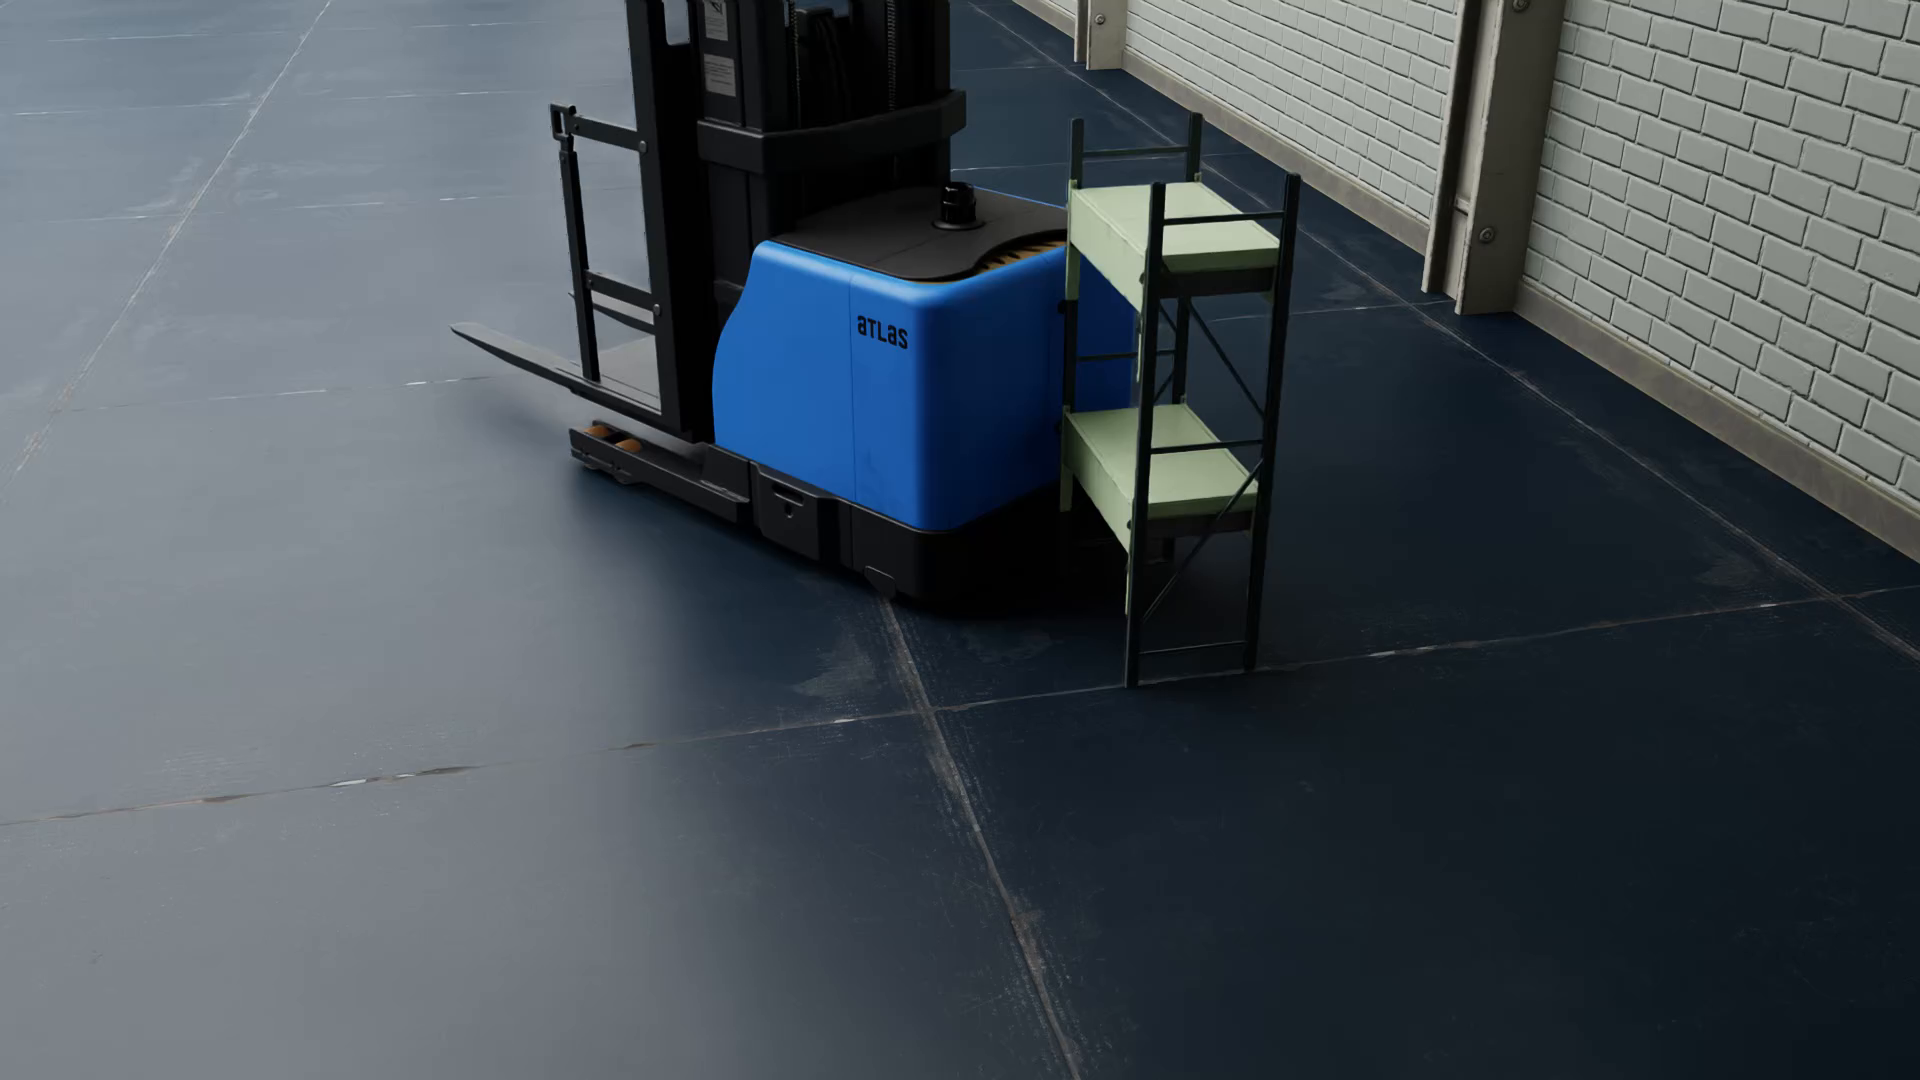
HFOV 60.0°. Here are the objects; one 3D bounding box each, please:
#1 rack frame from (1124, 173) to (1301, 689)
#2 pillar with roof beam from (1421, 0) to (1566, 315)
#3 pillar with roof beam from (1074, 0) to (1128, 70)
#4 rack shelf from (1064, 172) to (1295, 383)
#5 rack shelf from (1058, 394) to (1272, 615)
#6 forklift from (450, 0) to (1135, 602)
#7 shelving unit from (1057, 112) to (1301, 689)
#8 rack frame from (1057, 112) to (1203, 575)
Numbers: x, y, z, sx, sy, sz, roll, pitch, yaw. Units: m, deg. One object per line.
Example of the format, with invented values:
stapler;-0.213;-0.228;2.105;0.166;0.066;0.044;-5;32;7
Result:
rack frame;0.681;-0.256;4.592;0.400;1.500;0.023;-6;27;-11
pillar with roof beam;-1.728;-4.745;5.165;9.100;9.000;0.400;-6;27;-12
pillar with roof beam;-3.080;-7.379;10.383;9.100;9.000;0.400;-6;27;-12
rack shelf;0.601;-0.765;4.735;0.431;0.370;0.720;-6;27;-11
rack shelf;0.601;-0.125;5.058;0.431;0.370;0.720;-6;27;-11
forklift;-0.828;-1.667;5.799;3.031;2.935;1.130;23;34;37
shelving unit;0.601;-0.416;4.911;0.431;1.500;0.755;-6;27;-11
rack frame;0.521;-0.577;5.229;0.400;1.500;0.023;-6;27;-11
